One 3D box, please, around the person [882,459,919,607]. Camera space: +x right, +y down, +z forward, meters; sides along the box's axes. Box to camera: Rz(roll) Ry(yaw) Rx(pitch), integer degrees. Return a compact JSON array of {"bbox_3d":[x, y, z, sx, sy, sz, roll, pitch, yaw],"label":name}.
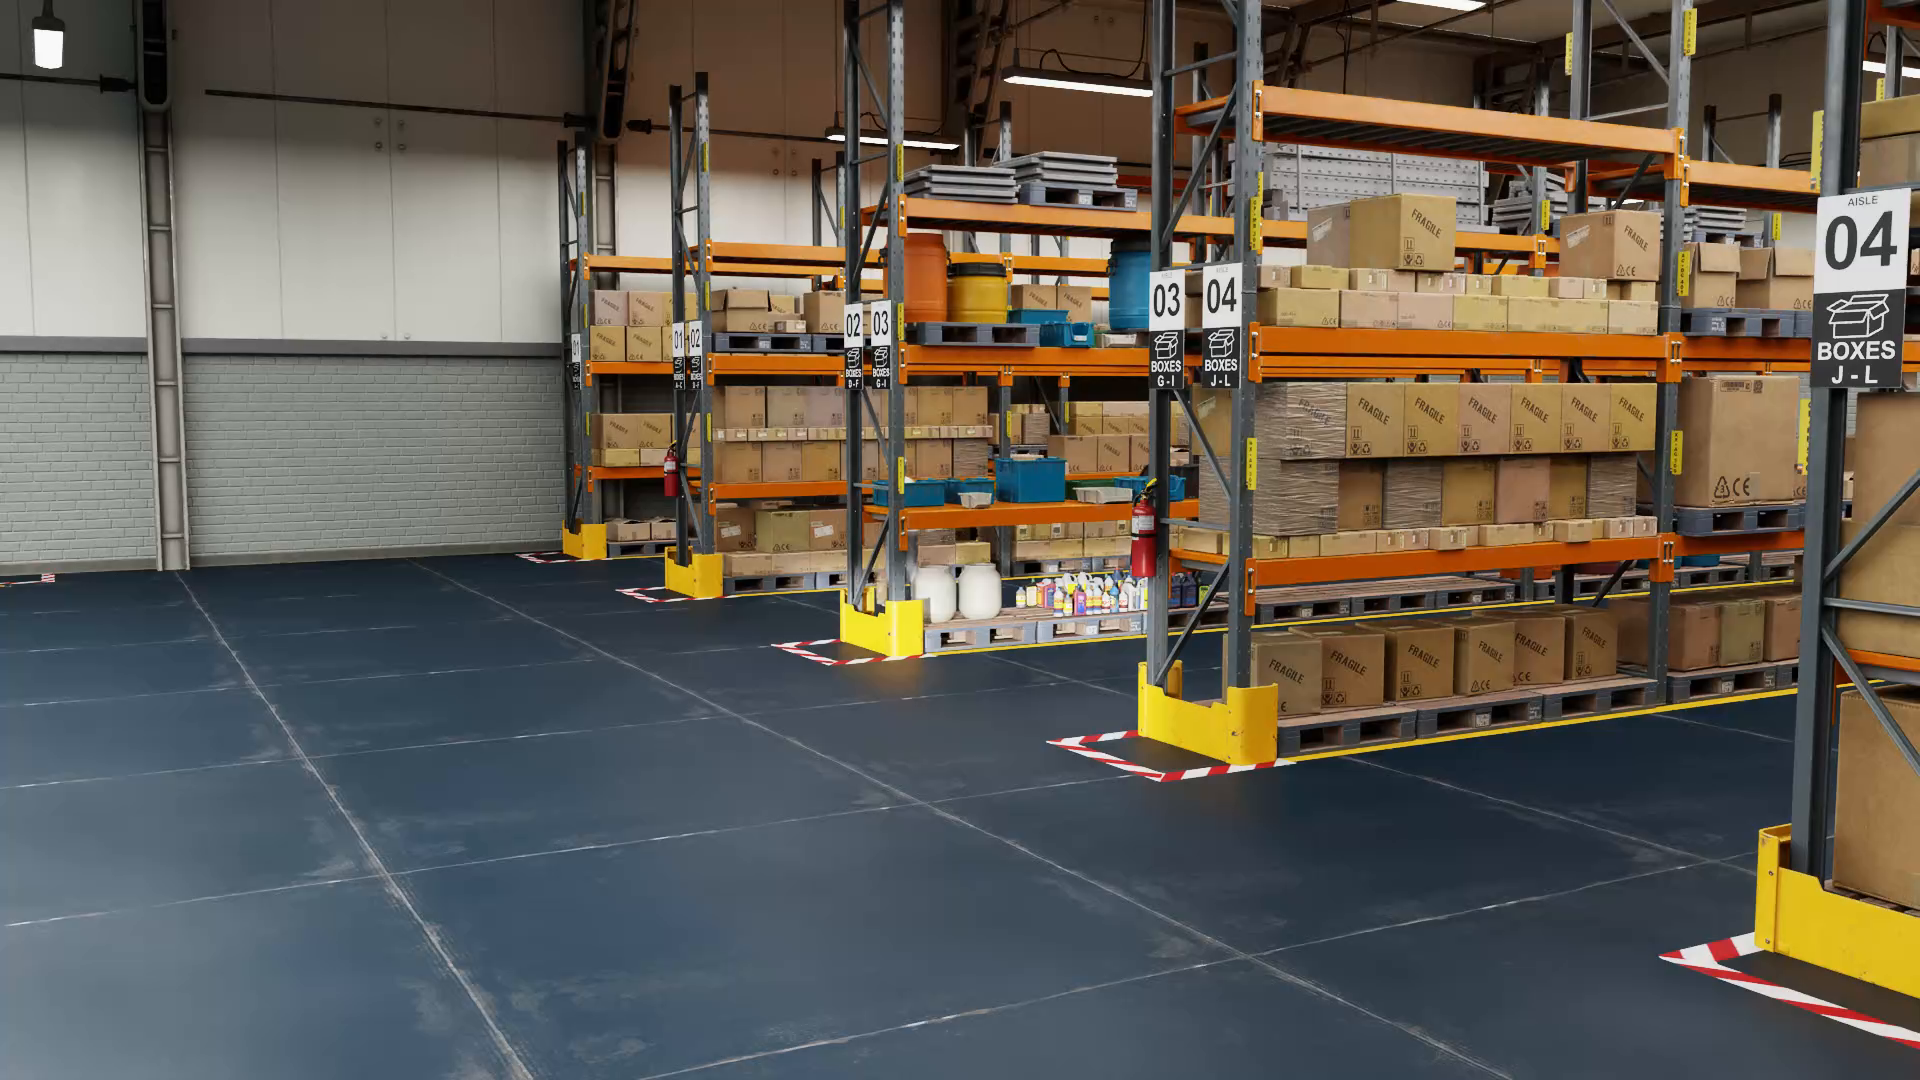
[{"bbox_3d":[-0.649,-0.084,18.444,0.527,1.658,0.397,-3,6,-32],"label":"person"}]
